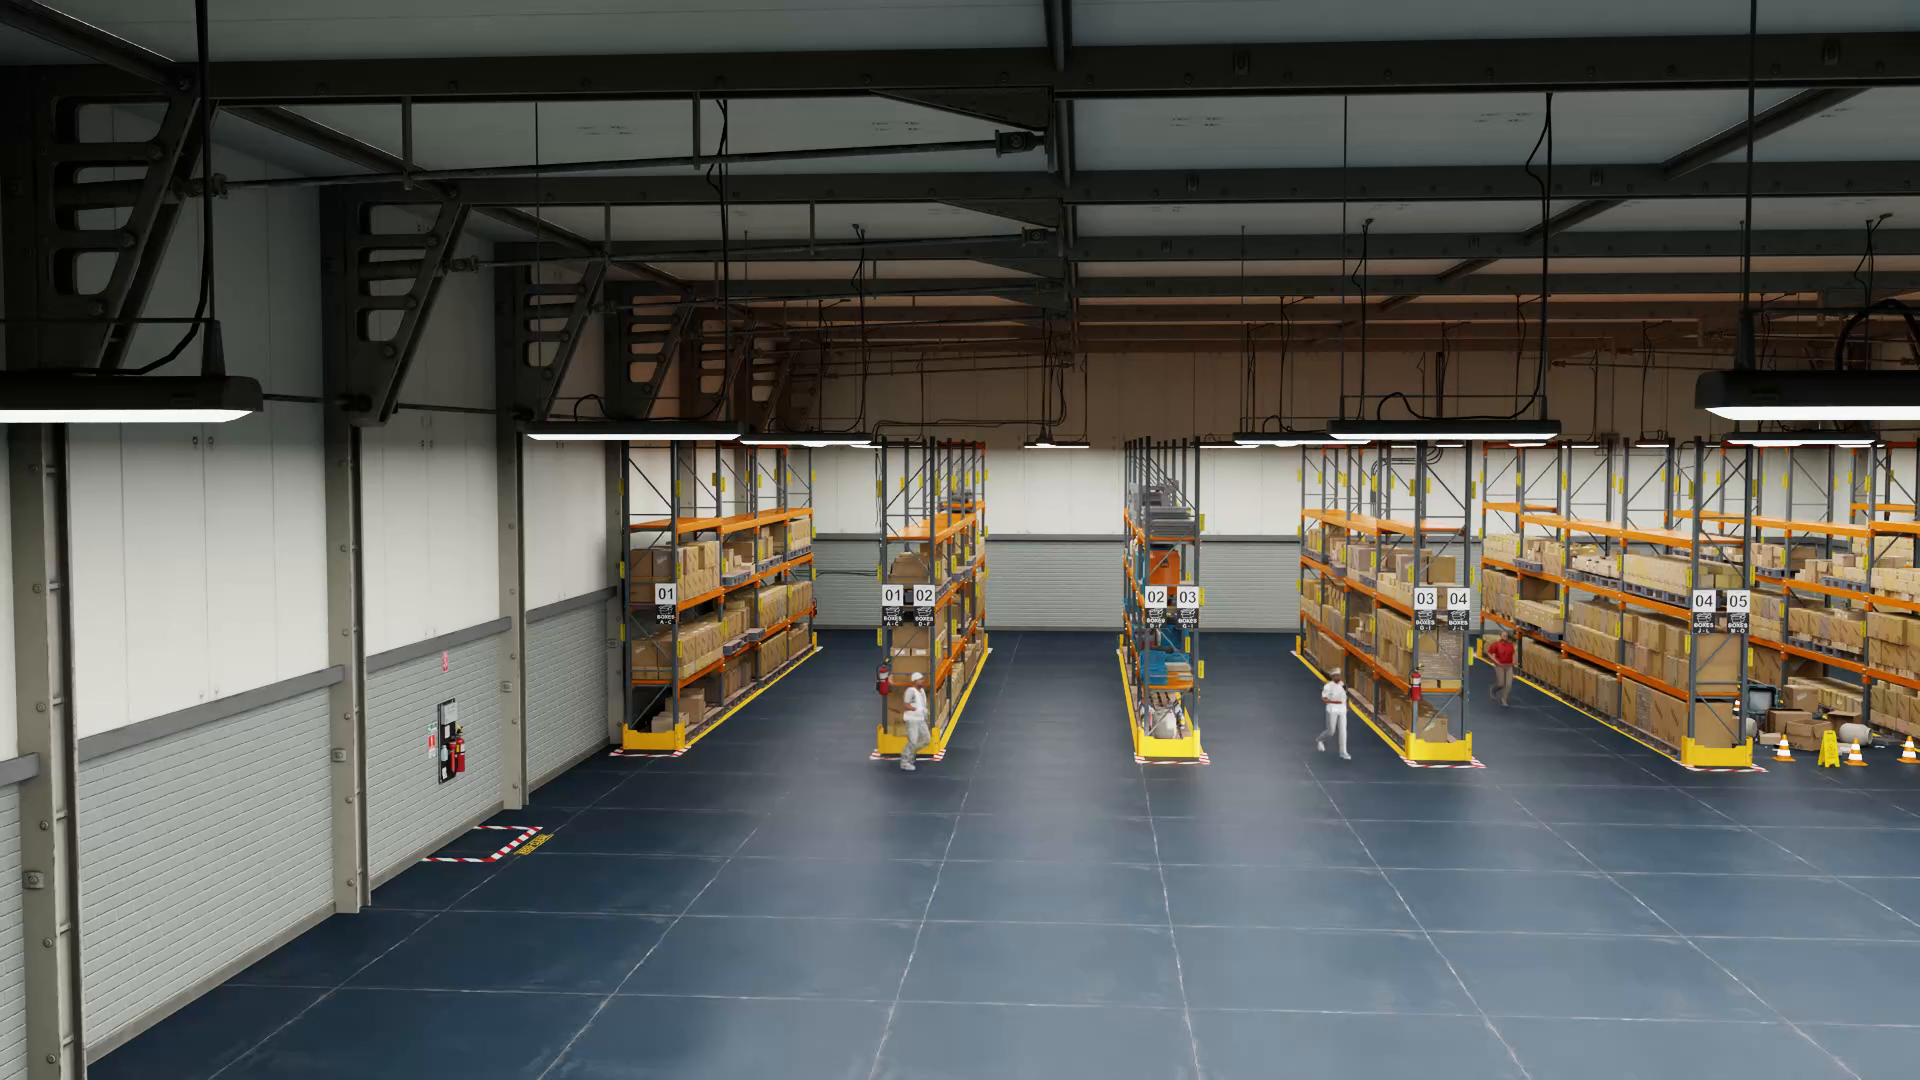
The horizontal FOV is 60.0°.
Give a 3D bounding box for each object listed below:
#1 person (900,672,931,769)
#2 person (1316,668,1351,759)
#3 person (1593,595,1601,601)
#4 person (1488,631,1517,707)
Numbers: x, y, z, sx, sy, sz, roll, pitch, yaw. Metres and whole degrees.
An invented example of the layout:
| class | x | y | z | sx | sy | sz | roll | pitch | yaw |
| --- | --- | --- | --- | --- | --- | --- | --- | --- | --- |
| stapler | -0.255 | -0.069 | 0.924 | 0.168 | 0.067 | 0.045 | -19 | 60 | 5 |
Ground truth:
| class | x | y | z | sx | sy | sz | roll | pitch | yaw |
| --- | --- | --- | --- | --- | --- | --- | --- | --- | --- |
| person | -0.731 | 3.248 | 29.925 | 0.608 | 1.730 | 0.714 | 2 | 4 | 33 |
| person | 7.071 | 3.211 | 31.110 | 0.610 | 1.654 | 0.981 | -1 | 3 | -15 |
| person | 18.218 | 2.376 | 47.433 | 0.793 | 1.635 | 0.553 | 0 | 3 | 3 |
| person | 12.192 | 2.883 | 37.364 | 0.655 | 1.678 | 0.603 | -1 | 3 | -10 |
